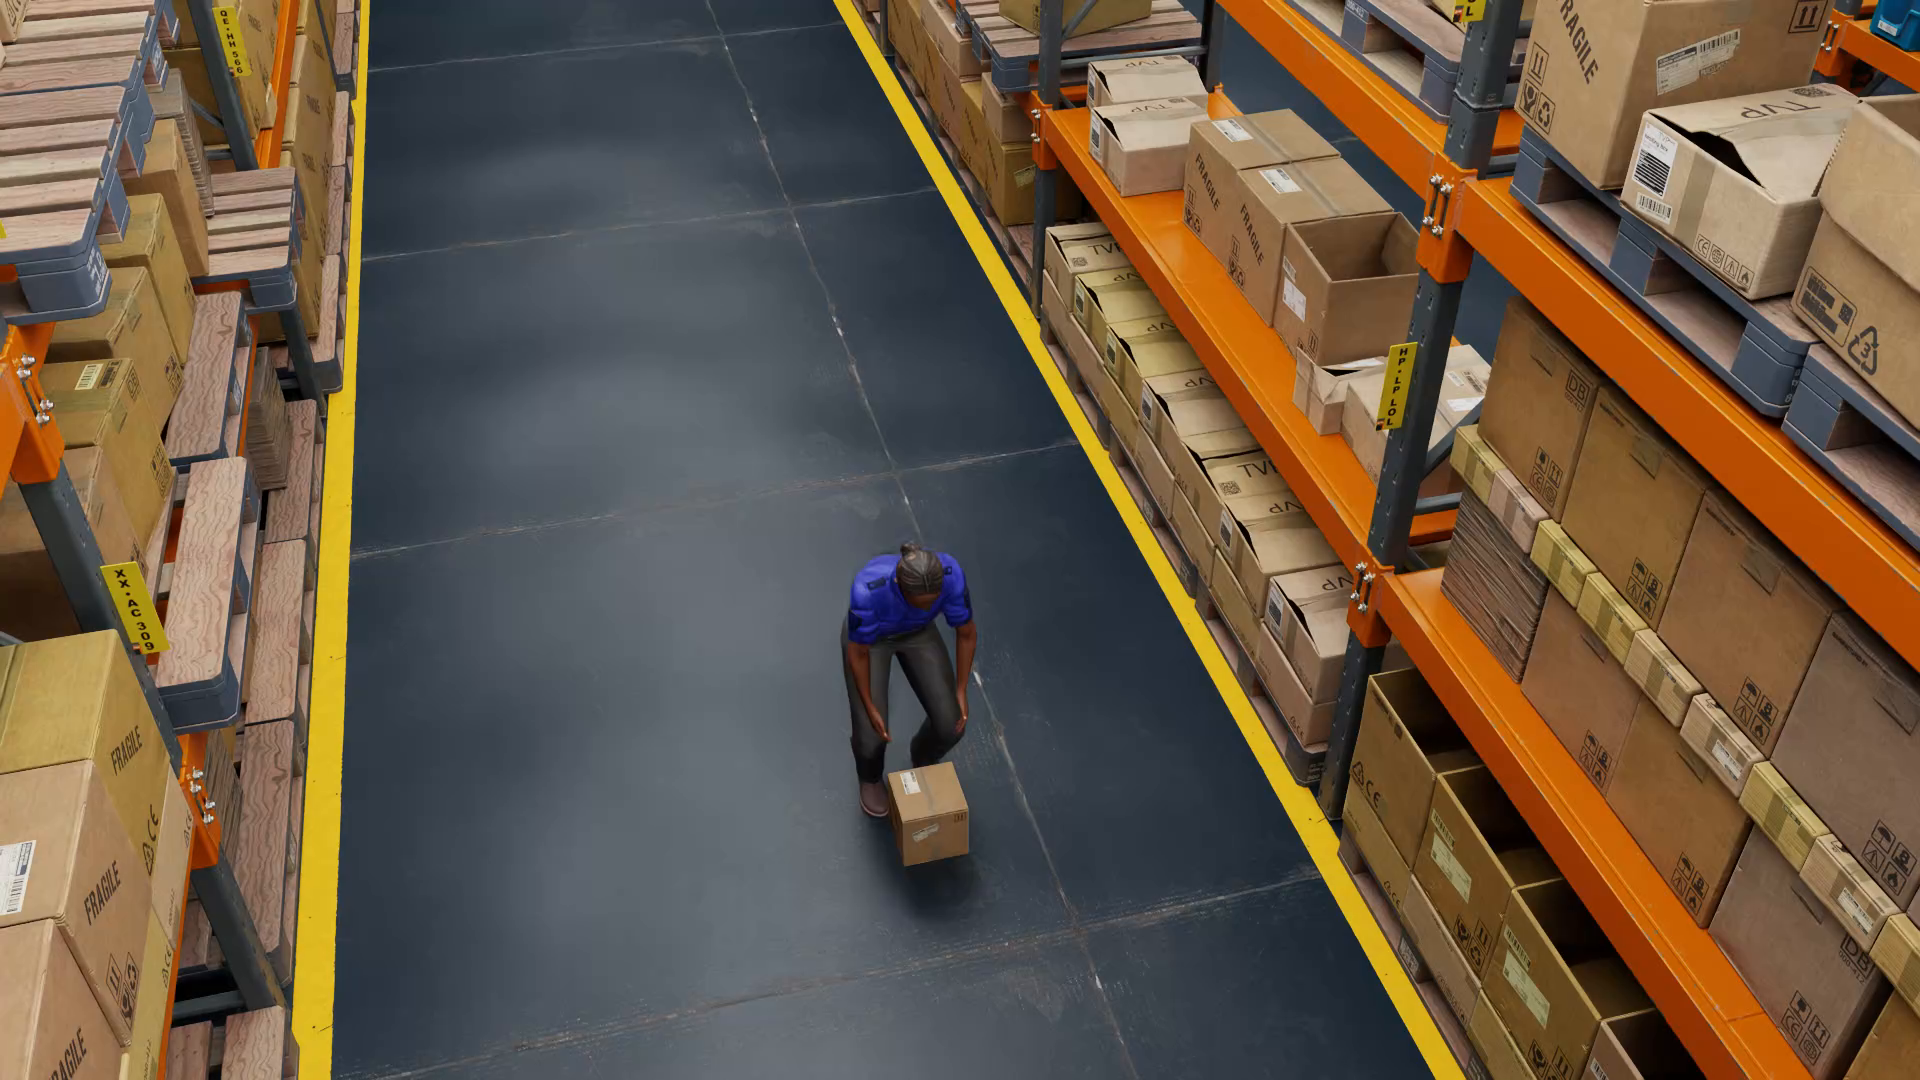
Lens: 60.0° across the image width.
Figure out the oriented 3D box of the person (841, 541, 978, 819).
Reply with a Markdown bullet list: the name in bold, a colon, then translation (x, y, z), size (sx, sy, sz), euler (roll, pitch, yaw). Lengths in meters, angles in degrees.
- **person**: translation (-0.202, 0.471, 6.347), size (0.484, 1.390, 0.616), euler (-9, 39, -11)
